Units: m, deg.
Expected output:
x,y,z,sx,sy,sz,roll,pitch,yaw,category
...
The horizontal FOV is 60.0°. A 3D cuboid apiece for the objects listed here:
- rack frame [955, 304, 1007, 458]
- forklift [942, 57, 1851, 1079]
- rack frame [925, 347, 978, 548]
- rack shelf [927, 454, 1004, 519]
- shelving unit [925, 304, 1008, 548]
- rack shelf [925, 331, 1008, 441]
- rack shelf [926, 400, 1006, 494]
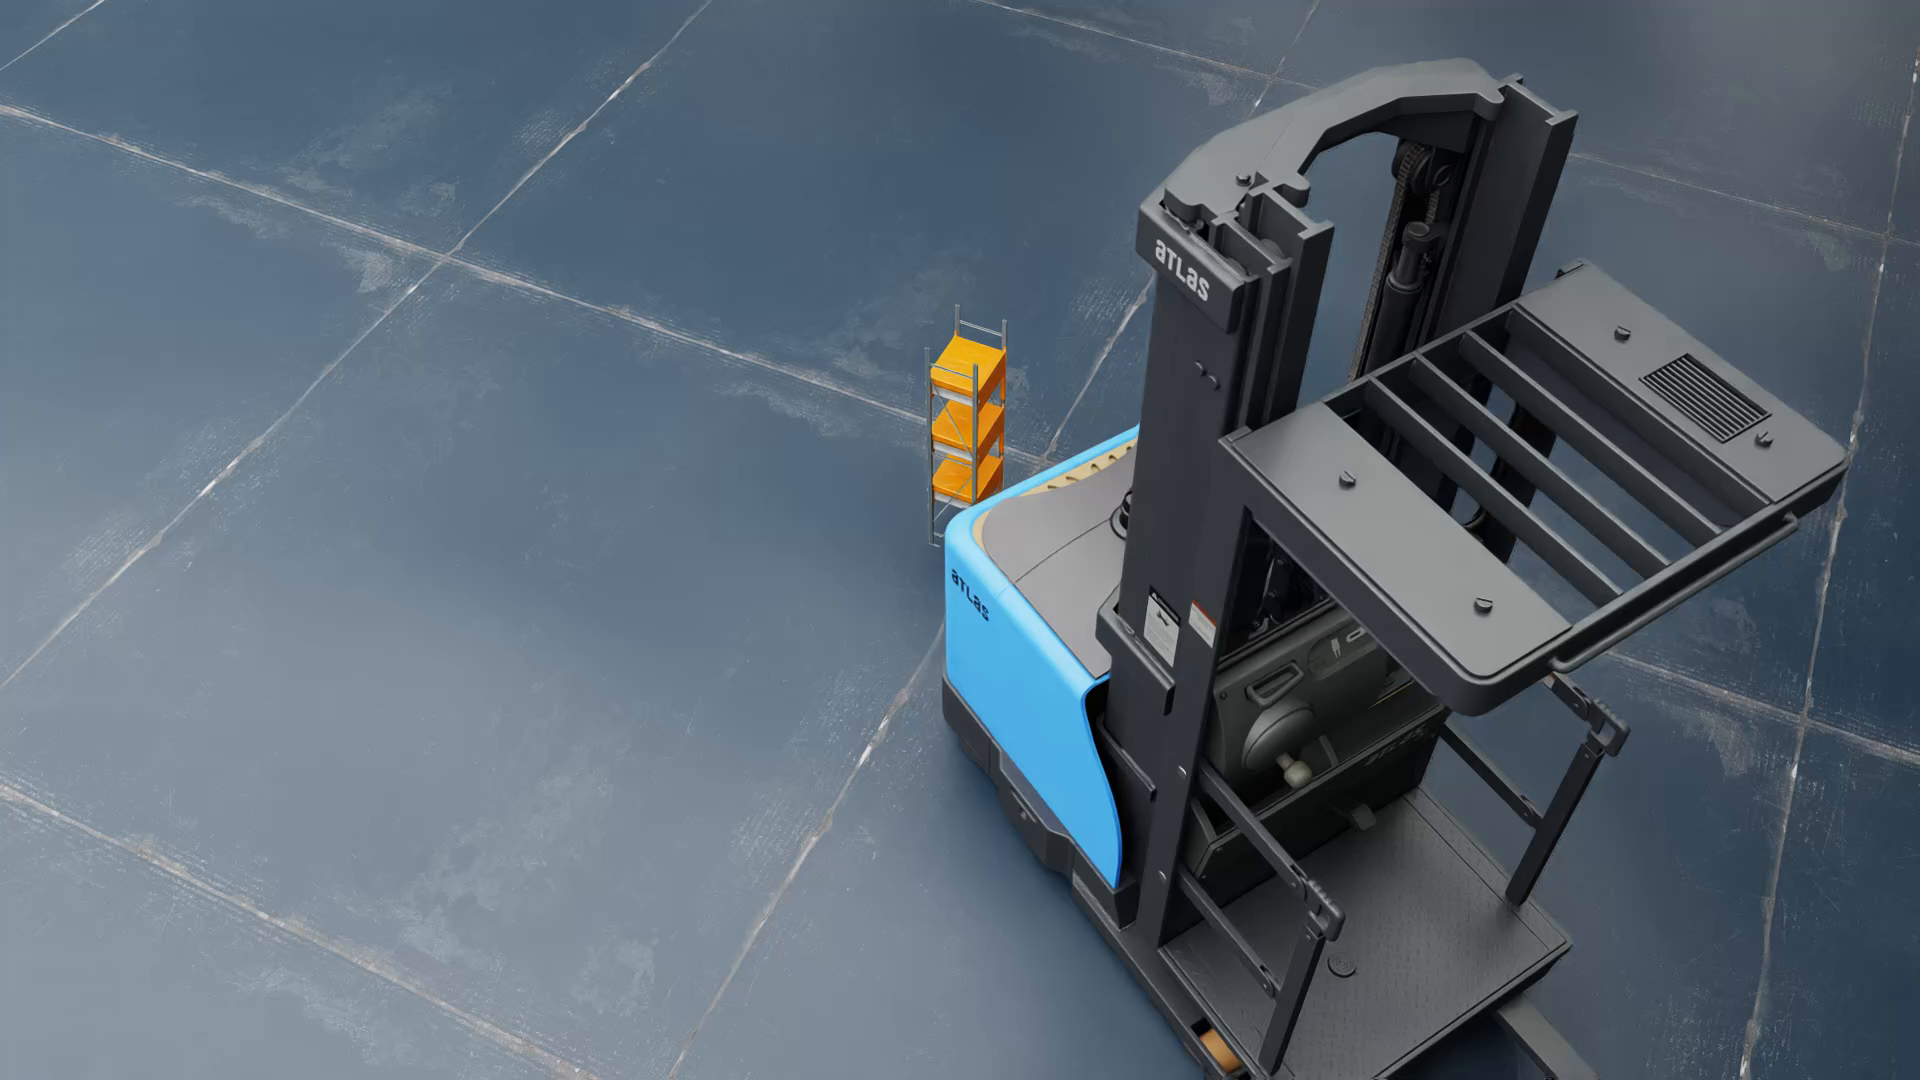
x,y,z,sx,sy,sz,roll,pitch,yaw,category
0.075,-0.461,6.268,0.200,1.050,0.008,20,52,16,rack frame
1.160,0.426,4.278,1.130,2.935,3.031,-26,54,-21,forklift
-0.029,-0.293,6.125,0.200,1.050,0.008,20,52,16,rack frame
0.023,-0.190,6.416,0.215,0.259,0.240,20,52,16,rack shelf
0.023,-0.377,6.197,0.215,1.050,0.252,20,52,16,shelving unit
0.023,-0.554,5.989,0.215,0.259,0.240,20,52,16,rack shelf
0.023,-0.370,6.205,0.215,0.259,0.240,20,52,16,rack shelf
